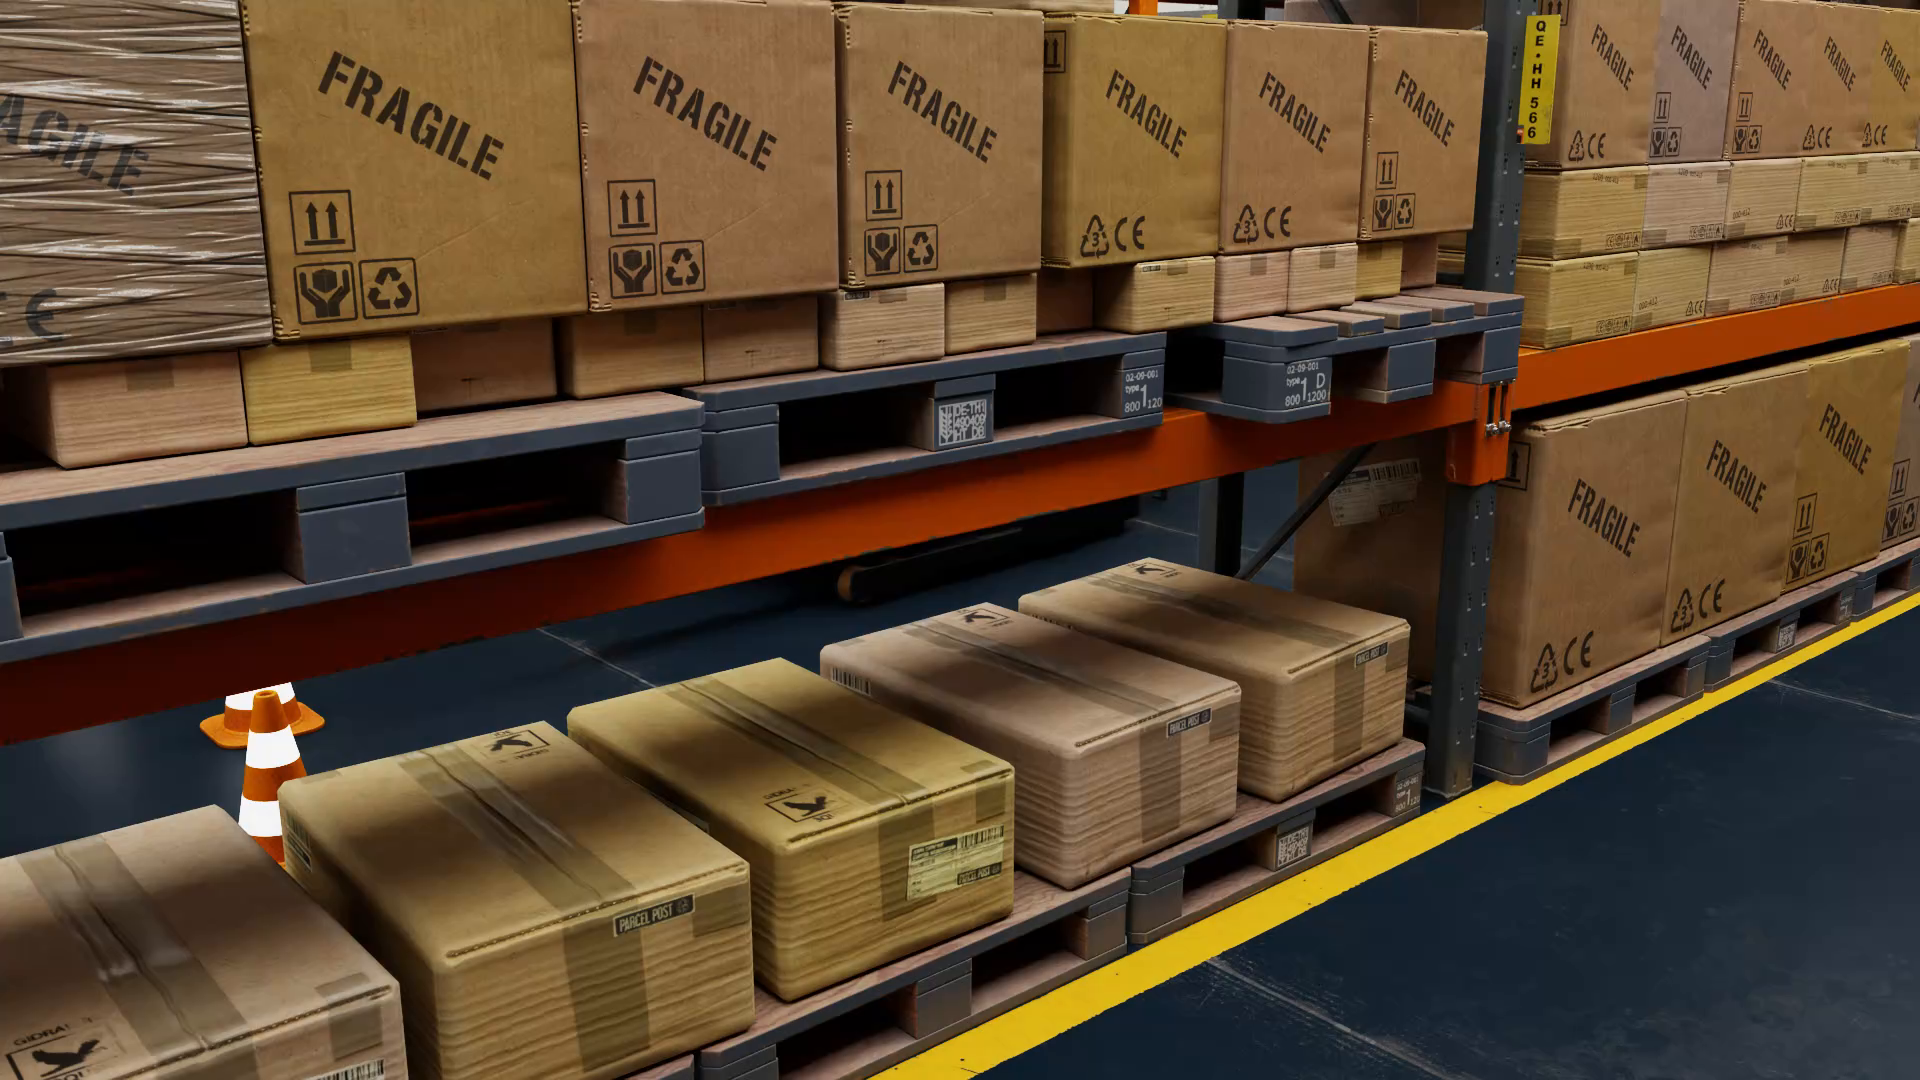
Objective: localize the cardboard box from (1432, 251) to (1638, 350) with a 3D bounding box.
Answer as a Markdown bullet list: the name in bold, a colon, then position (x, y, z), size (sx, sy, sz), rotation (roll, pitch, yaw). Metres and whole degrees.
- **cardboard box**: position (1.684, -0.750, 5.035), size (0.500, 0.250, 0.500), rotation (-13, 20, -40)

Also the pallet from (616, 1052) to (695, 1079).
- **pallet**: position (-1.282, 1.104, 3.207), size (1.213, 0.211, 1.003), rotation (-13, 19, -39)

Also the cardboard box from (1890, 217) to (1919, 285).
- **cardboard box**: position (3.609, -1.182, 6.655), size (0.500, 0.250, 0.500), rotation (-13, 20, -40)

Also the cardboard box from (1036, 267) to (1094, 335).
- **cardboard box**: position (0.076, -0.549, 3.666), size (0.250, 0.149, 0.380), rotation (-12, 19, -39)

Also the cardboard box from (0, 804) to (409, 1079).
- **cardboard box**: position (-1.474, 0.867, 2.971), size (0.625, 0.372, 0.950), rotation (-12, 19, -39)

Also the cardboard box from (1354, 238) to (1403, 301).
- **cardboard box**: position (0.902, -0.709, 4.265), size (0.250, 0.149, 0.380), rotation (-12, 19, -39)

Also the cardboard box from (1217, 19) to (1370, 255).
- **cardboard box**: position (0.606, -0.962, 3.957), size (0.500, 0.500, 0.500), rotation (-13, 20, -40)

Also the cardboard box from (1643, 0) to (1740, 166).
- **cardboard box**: position (2.050, -1.442, 5.203), size (0.500, 0.500, 0.500), rotation (-13, 19, -39)

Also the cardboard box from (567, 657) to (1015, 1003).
- **cardboard box**: position (-0.410, 0.626, 3.872), size (0.625, 0.372, 0.950), rotation (-12, 19, -38)

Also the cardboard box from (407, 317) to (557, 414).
- **cardboard box**: position (-0.886, -0.328, 2.838), size (0.250, 0.149, 0.380), rotation (-11, 19, -36)

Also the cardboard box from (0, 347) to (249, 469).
- **cardboard box**: position (-1.244, -0.224, 2.451), size (0.250, 0.149, 0.380), rotation (-12, 19, -39)

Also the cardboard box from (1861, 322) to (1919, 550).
- **cardboard box**: position (3.752, -0.522, 7.194), size (0.875, 0.875, 0.875), rotation (-12, 19, -38)

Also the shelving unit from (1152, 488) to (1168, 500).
- **shelving unit**: position (0.761, -1.220, 8.229), size (0.431, 2.100, 0.503), rotation (14, 19, 42)

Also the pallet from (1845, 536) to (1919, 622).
- **pallet**: position (3.635, 0.027, 7.241), size (1.213, 0.211, 1.003), rotation (-13, 19, -39)

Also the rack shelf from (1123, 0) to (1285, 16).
- **rack shelf**: position (2.350, -3.853, 11.944), size (4.000, 0.370, 1.077), rotation (-13, 19, -39)

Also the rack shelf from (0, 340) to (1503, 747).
- **rack shelf**: position (-0.359, -0.102, 3.713), size (4.000, 0.370, 1.077), rotation (-13, 19, -39)

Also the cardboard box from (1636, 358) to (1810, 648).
- **cardboard box**: position (2.401, -0.216, 6.049), size (0.875, 0.875, 0.875), rotation (-12, 19, -39)

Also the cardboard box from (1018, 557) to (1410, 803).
- **cardboard box**: position (0.717, 0.372, 4.823), size (0.625, 0.372, 0.950), rotation (-14, 21, -43)

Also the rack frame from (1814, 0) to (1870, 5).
- **rack frame**: position (4.167, -1.466, 7.426), size (0.127, 3.000, 1.000), rotation (-13, 19, -39)

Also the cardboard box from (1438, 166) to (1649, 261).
- **cardboard box**: position (1.694, -0.995, 4.985), size (0.500, 0.250, 0.500), rotation (-13, 20, -40)

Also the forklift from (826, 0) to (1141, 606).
- **forklift**: position (-0.555, -1.299, 6.935), size (3.031, 2.935, 1.130), rotation (-14, 20, -42)

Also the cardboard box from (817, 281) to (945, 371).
- **cardboard box**: position (-0.242, -0.440, 3.257), size (0.250, 0.149, 0.380), rotation (-12, 19, -37)

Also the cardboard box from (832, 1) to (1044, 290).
- **cardboard box**: position (-0.186, -0.784, 3.290), size (0.500, 0.500, 0.500), rotation (-14, 20, -42)

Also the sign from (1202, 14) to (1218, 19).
- **sign**: position (0.783, -1.455, 5.142), size (0.005, 0.325, 0.100), rotation (-13, 19, -39)

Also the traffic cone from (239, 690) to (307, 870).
- **traffic cone**: position (-1.851, 0.632, 4.486), size (0.334, 0.463, 0.336), rotation (-13, 19, -39)

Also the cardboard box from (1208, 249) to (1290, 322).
- **cardboard box**: position (0.546, -0.617, 3.919), size (0.250, 0.149, 0.380), rotation (-14, 20, -42)

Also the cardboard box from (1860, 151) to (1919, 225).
- **cardboard box**: position (3.235, -1.338, 6.268), size (0.500, 0.250, 0.500), rotation (-12, 19, -38)

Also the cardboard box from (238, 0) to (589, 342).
- **cardboard box**: position (-0.948, -0.614, 2.653), size (0.500, 0.500, 0.500), rotation (-13, 19, -39)

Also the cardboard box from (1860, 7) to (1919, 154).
- **cardboard box**: position (3.214, -1.702, 6.177), size (0.500, 0.500, 0.500), rotation (-12, 19, -38)

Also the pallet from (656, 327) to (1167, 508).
- **pallet**: position (-0.317, -0.352, 3.628), size (1.213, 0.211, 1.003), rotation (-13, 19, -39)

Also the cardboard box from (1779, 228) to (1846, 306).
- **cardboard box**: position (2.829, -1.012, 6.018), size (0.500, 0.250, 0.500), rotation (-13, 19, -39)

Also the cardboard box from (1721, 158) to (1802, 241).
- **cardboard box**: position (2.469, -1.165, 5.619), size (0.500, 0.250, 0.500), rotation (-13, 20, -40)

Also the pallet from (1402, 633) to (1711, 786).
- **pallet**: position (1.794, 0.440, 5.694), size (1.213, 0.211, 1.003), rotation (-13, 19, -39)
